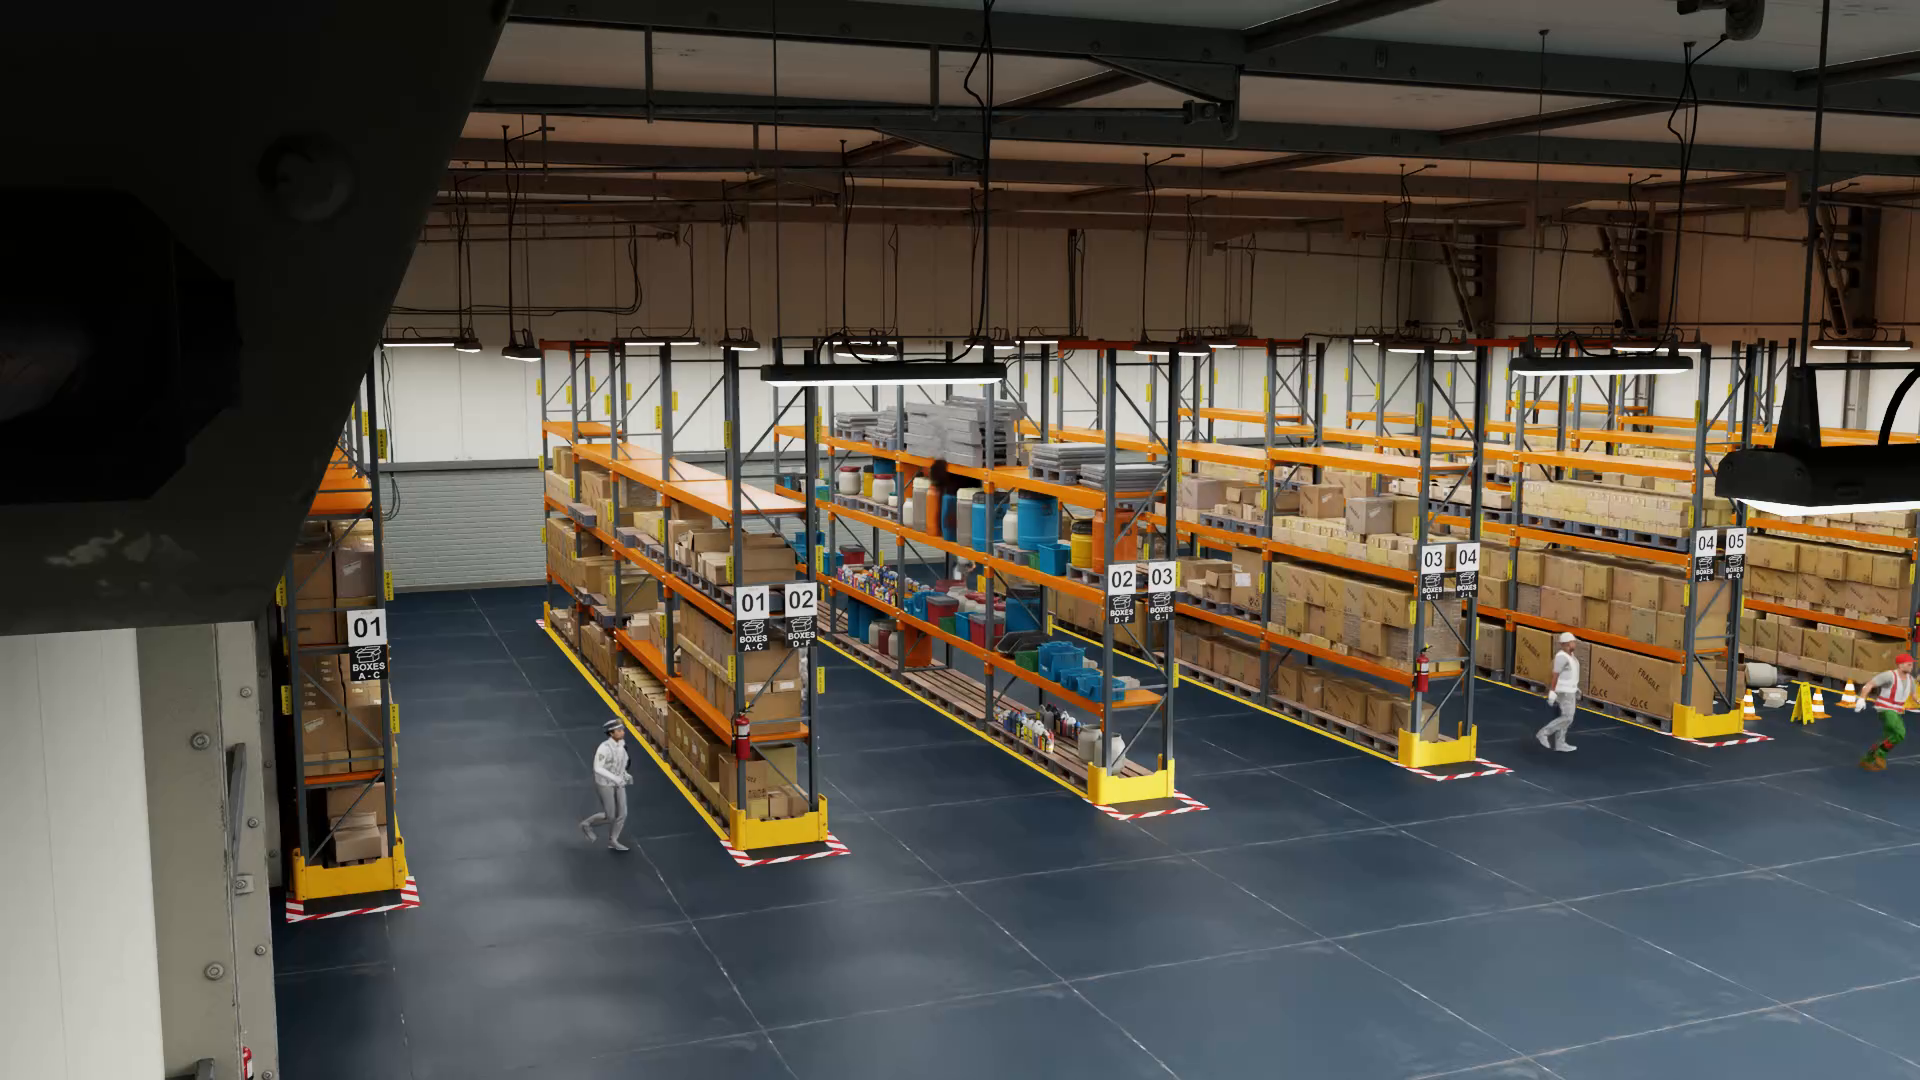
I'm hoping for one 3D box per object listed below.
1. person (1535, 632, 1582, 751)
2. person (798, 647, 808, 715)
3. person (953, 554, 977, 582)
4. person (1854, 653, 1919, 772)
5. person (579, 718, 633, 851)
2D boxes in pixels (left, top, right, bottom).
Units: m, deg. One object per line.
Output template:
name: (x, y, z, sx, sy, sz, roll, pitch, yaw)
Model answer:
person: (8.880, 2.251, 24.625, 0.602, 1.774, 0.679, 3, 8, 24)
person: (-2.550, 2.051, 26.538, 0.864, 1.681, 0.702, 7, 10, 43)
person: (0.049, 0.758, 37.049, 0.587, 1.493, 1.058, -1, 8, -8)
person: (13.252, 2.448, 23.573, 0.845, 1.691, 0.715, -5, 9, -32)
person: (-4.265, 2.933, 20.069, 0.718, 1.643, 0.609, 4, 8, 27)
